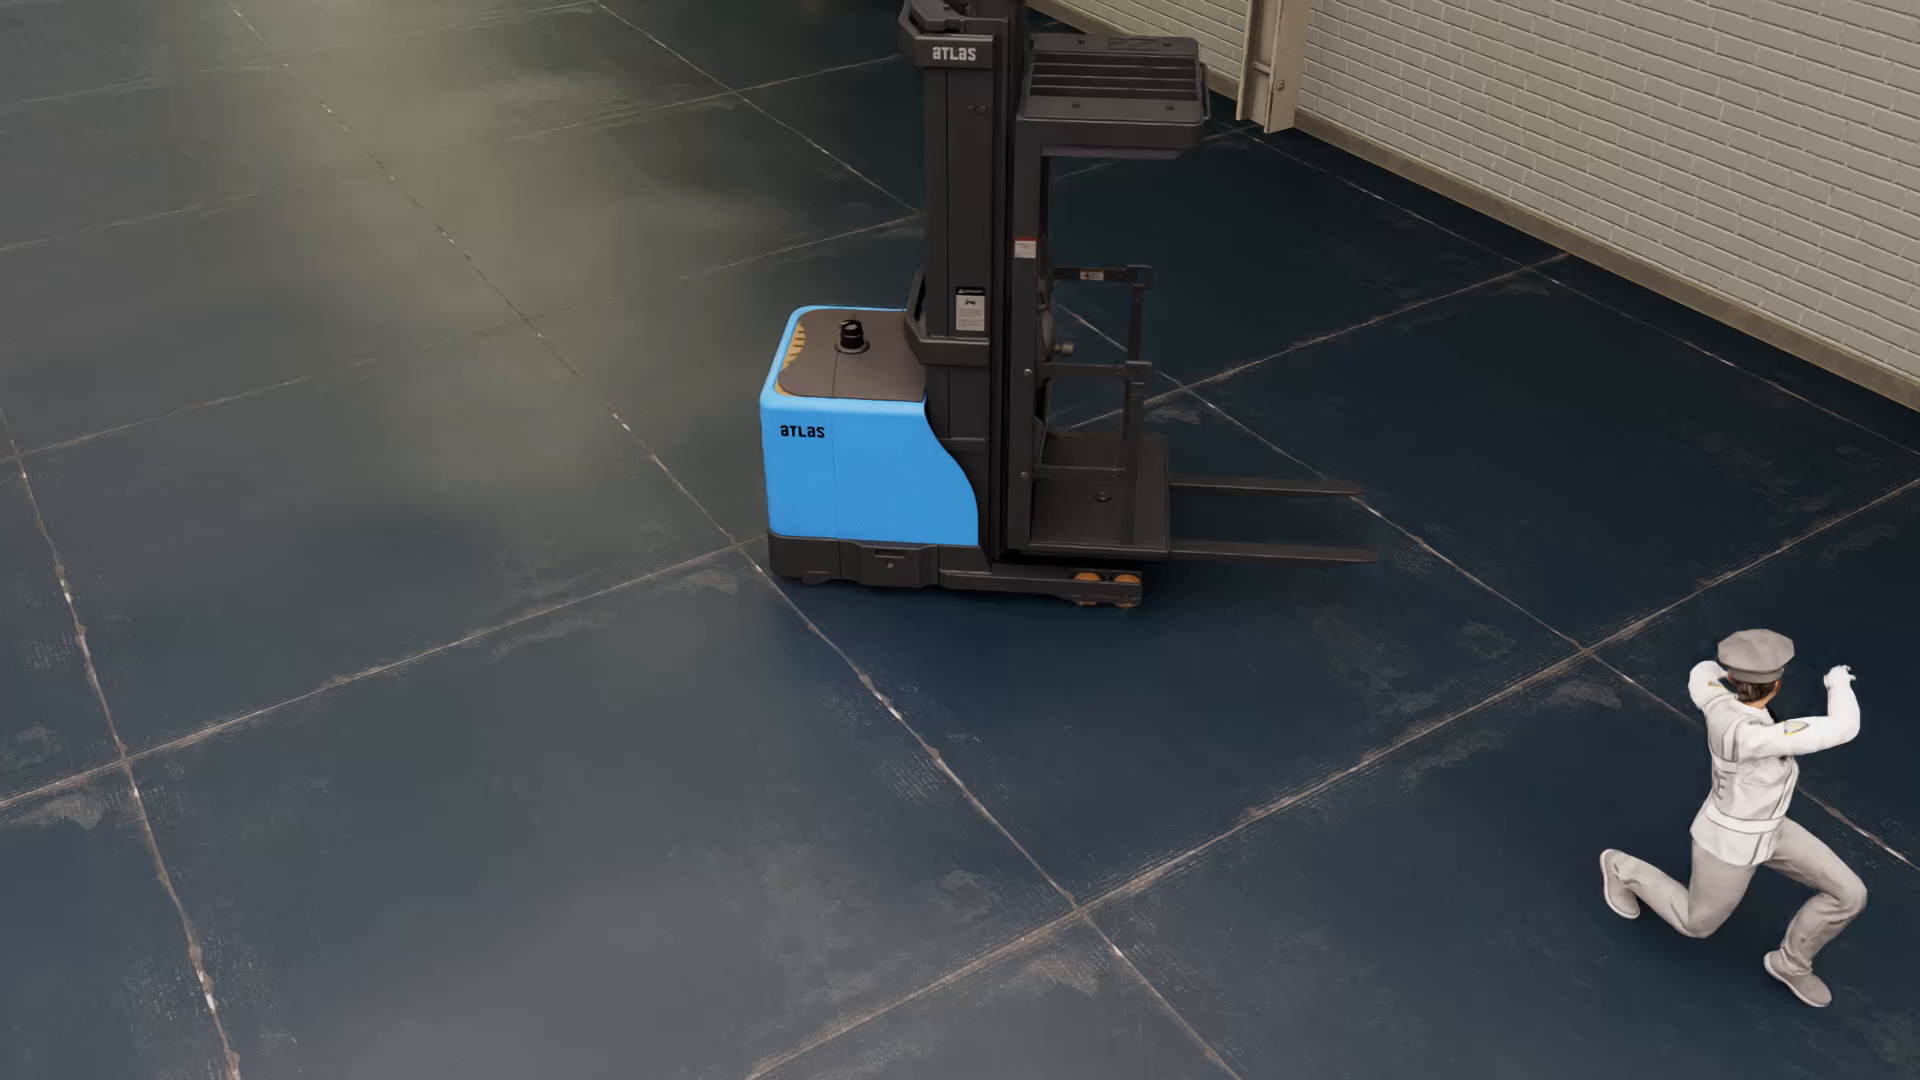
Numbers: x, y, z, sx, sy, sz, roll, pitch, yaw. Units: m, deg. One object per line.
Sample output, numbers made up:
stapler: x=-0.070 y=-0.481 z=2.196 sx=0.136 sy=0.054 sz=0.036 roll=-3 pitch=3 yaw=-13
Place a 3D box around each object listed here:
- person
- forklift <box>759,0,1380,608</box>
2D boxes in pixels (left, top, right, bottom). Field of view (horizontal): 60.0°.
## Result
person: x=3.018 y=0.914 z=6.208 sx=0.933 sy=1.385 sz=0.889 roll=23 pitch=41 yaw=29
forklift: x=0.584 y=-1.184 z=7.833 sx=3.031 sy=2.935 sz=1.130 roll=3 pitch=35 yaw=4
